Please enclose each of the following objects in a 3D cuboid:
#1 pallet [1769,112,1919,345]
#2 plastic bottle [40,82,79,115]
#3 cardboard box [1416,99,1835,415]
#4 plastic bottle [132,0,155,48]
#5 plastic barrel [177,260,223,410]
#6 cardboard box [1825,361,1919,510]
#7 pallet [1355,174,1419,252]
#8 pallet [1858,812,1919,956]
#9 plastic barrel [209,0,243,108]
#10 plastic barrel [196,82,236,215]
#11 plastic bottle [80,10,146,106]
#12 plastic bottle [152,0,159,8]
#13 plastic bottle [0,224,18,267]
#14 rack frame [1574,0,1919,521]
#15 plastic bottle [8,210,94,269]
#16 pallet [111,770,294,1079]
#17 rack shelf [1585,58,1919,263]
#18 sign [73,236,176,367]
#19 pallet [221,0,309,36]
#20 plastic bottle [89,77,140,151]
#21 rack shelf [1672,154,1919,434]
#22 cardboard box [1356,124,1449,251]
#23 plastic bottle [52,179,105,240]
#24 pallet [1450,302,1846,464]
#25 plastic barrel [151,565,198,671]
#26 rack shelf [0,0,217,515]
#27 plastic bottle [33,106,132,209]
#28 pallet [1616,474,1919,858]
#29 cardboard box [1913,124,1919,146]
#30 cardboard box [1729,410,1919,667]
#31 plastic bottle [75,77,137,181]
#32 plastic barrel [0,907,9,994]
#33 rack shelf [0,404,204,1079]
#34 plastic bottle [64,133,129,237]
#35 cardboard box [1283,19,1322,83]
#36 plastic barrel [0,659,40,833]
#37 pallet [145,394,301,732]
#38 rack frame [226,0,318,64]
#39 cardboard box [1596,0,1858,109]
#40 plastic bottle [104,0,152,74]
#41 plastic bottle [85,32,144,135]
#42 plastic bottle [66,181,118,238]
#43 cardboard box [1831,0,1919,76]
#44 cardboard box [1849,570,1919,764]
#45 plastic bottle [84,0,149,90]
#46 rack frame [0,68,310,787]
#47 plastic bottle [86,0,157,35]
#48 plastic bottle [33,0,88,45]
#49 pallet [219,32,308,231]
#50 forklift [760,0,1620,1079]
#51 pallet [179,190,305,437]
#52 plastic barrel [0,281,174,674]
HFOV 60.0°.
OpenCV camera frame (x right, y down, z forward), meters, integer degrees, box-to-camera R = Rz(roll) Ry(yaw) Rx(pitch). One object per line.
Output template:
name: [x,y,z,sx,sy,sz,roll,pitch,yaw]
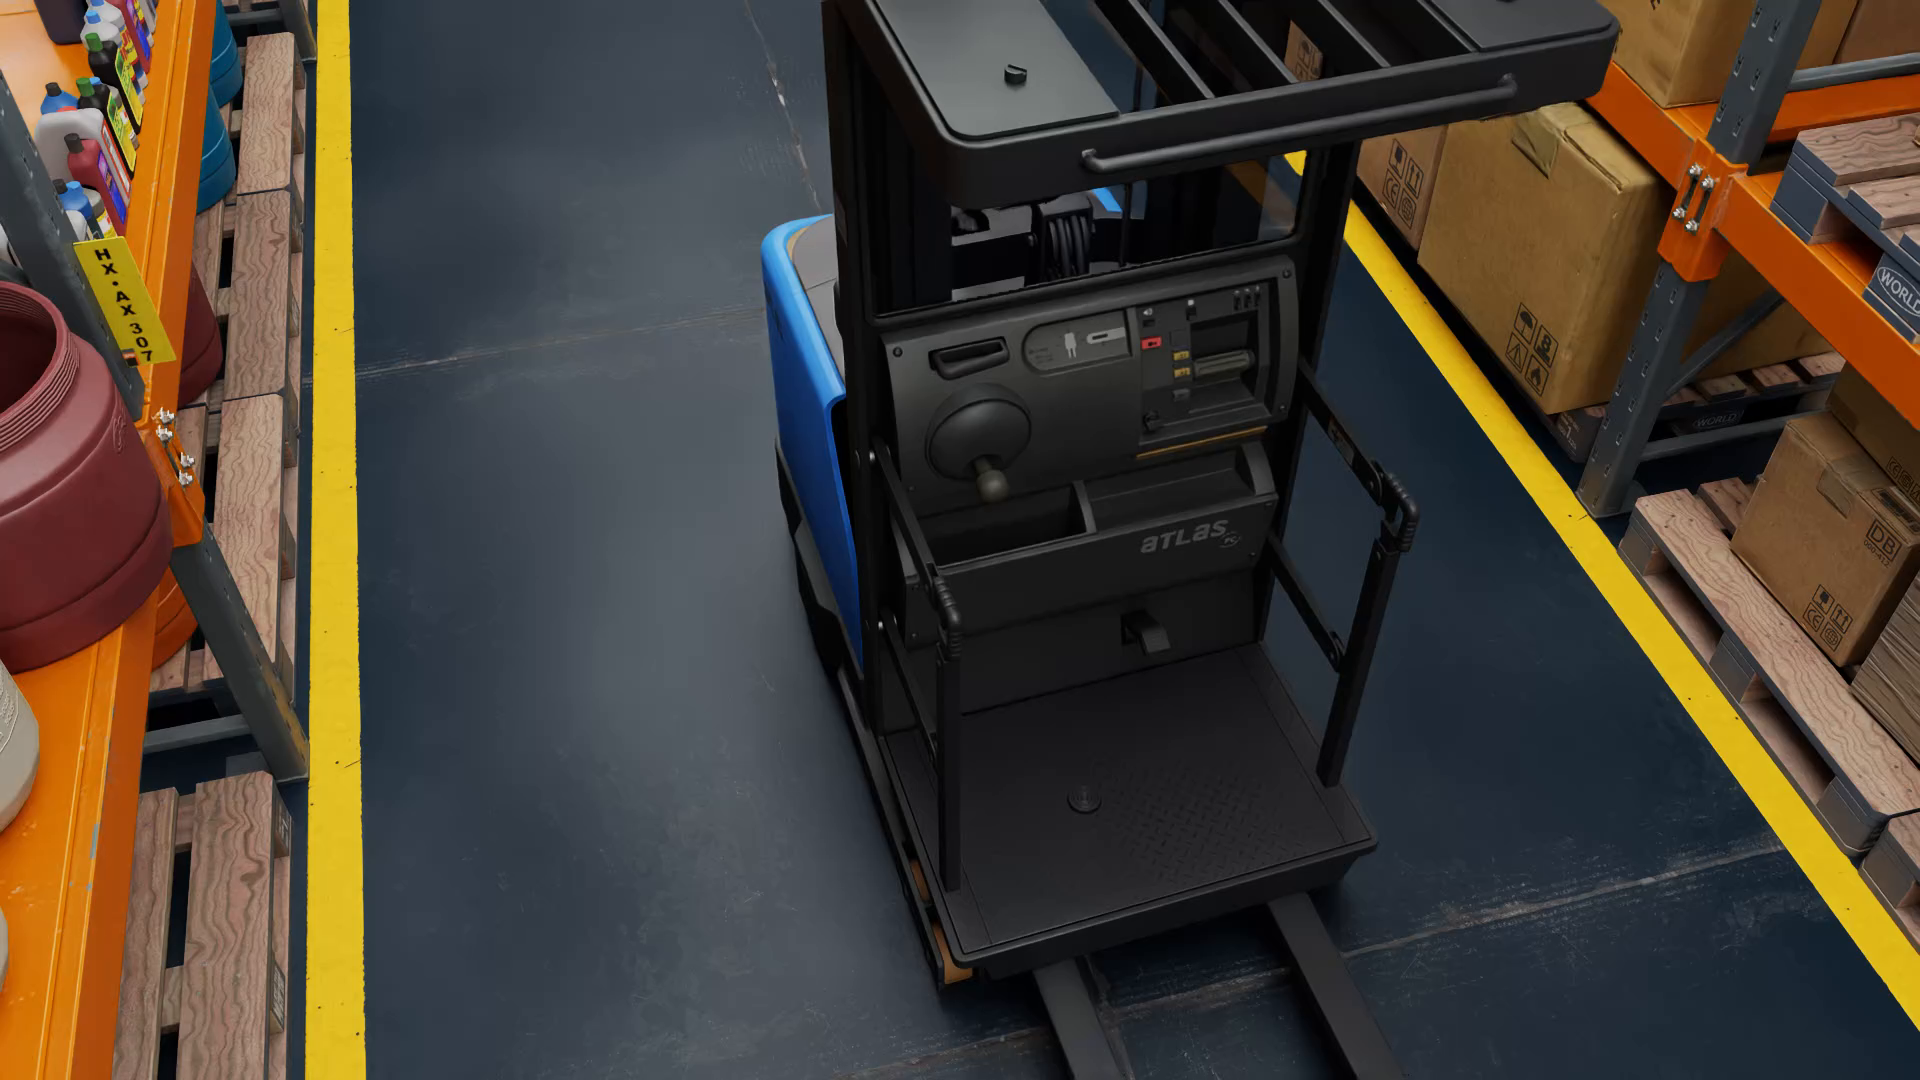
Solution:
pallet: [2.775,-0.704,3.974,1.213,0.211,1.003,-11,47,-10]
plastic bottle: [-2.277,-1.045,4.264,0.097,0.271,0.097,0,46,0]
cardboard box: [2.333,-1.128,5.449,1.225,0.875,0.875,-13,47,-12]
plastic bottle: [-2.395,-1.534,4.743,0.097,0.271,0.097,0,46,0]
plastic barrel: [-2.729,-0.756,5.285,0.600,0.588,0.708,-11,47,-10]
cardboard box: [2.690,-0.329,4.389,0.500,0.250,0.500,-9,46,-9]
pallet: [2.052,-1.667,6.736,1.003,0.211,1.213,-11,47,-10]
pallet: [2.997,1.112,4.012,1.003,0.211,1.213,-11,47,-10]
plastic barrel: [-3.199,-2.134,6.416,0.600,0.901,0.708,-11,47,-10]
plastic barrel: [-3.018,-1.645,5.937,0.600,0.901,0.708,-11,47,-10]
plastic bottle: [-2.311,-1.307,4.521,0.097,0.271,0.097,0,46,0]
plastic bottle: [-2.489,-1.748,4.897,0.144,0.351,0.185,-11,47,-10]
plastic bottle: [-2.243,-0.625,3.849,0.152,0.276,0.135,-11,47,-10]
rack frame: [2.490,-1.244,4.369,1.000,3.000,0.127,-11,47,-10]
plastic bottle: [-2.096,-0.653,3.877,0.152,0.276,0.135,-11,47,-10]
pallet: [-2.137,1.179,3.946,1.003,0.211,1.213,-11,47,-10]
rack shelf: [1.978,-2.373,5.979,1.077,0.370,4.000,-11,47,-10]
sign: [-1.768,-0.501,3.527,0.100,0.325,0.005,-11,47,-10]
pallet: [-3.548,-2.625,7.674,1.003,0.211,1.213,-11,47,-10]
plastic bottle: [-2.252,-1.123,4.390,0.097,0.201,0.097,0,46,0]
rack shelf: [3.002,0.389,3.273,1.077,0.370,4.000,-11,47,-10]
cardboard box: [2.112,-1.745,6.053,1.225,0.875,0.875,-11,47,-10]
plastic bottle: [-2.100,-0.736,3.962,0.097,0.271,0.097,0,46,0]
pallet: [2.361,-0.826,5.912,1.003,0.211,1.213,-11,47,-10]
plastic barrel: [-2.440,-0.061,4.435,0.600,0.830,0.708,-11,47,-10]
rack shelf: [-2.810,-1.468,5.092,1.077,0.370,4.000,-11,47,-10]
plastic bottle: [-2.215,-0.972,4.190,0.152,0.276,0.135,-11,47,-10]
pallet: [2.688,0.272,4.836,1.003,0.211,1.213,-11,47,-10]
cardboard box: [2.667,-1.061,3.825,0.500,0.500,0.500,-16,48,-15]
cardboard box: [2.681,-0.064,4.655,0.700,0.500,0.500,-13,47,-12]
plastic bottle: [-2.205,-1.076,4.286,0.061,0.283,0.133,-11,47,-10]
plastic barrel: [-1.720,0.584,2.499,0.421,0.512,0.421,0,46,0]
rack shelf: [-1.786,1.294,2.385,1.077,0.370,4.000,-11,47,-10]
plastic bottle: [-2.136,-0.891,4.104,0.061,0.283,0.133,-11,47,-10]
cardboard box: [1.879,-2.354,6.650,1.225,0.875,0.875,-12,47,-12]
plastic barrel: [-1.828,0.294,2.784,0.421,0.512,0.421,0,46,0]
pallet: [-2.540,0.101,5.003,1.003,0.211,1.213,-11,47,-10]
rack frame: [-3.322,-3.100,6.188,1.000,3.000,0.127,-11,47,-10]
cardboard box: [2.124,-1.574,4.623,0.500,0.500,0.500,-9,46,-9]
plastic bottle: [-2.348,-1.462,4.664,0.061,0.283,0.133,-11,47,-10]
plastic bottle: [-2.264,-1.235,4.442,0.061,0.283,0.133,-11,47,-10]
plastic bottle: [-2.125,-0.779,4.052,0.097,0.201,0.097,0,46,0]
cardboard box: [2.628,-1.664,4.711,0.500,0.500,0.500,-9,46,-9]
cardboard box: [2.835,0.316,4.282,0.700,0.500,0.500,-14,47,-14]
plastic bottle: [-2.336,-1.374,4.587,0.097,0.271,0.097,0,46,0]
rack frame: [-2.298,-0.339,3.482,1.000,3.000,0.127,-11,47,-10]
plastic bottle: [-2.451,-1.610,4.815,0.152,0.276,0.135,-11,47,-10]
plastic bottle: [-2.601,-1.627,4.779,0.144,0.351,0.185,-11,47,-10]
pallet: [-3.165,-1.584,6.654,1.003,0.211,1.213,-11,47,-10]
forklift: [0.365,-0.249,3.442,1.130,2.935,3.031,-13,47,-12]
pallet: [-2.849,-0.740,5.827,1.003,0.211,1.213,-11,47,-10]
plastic barrel: [-1.886,-0.121,3.173,0.600,0.536,0.708,-11,47,-10]
